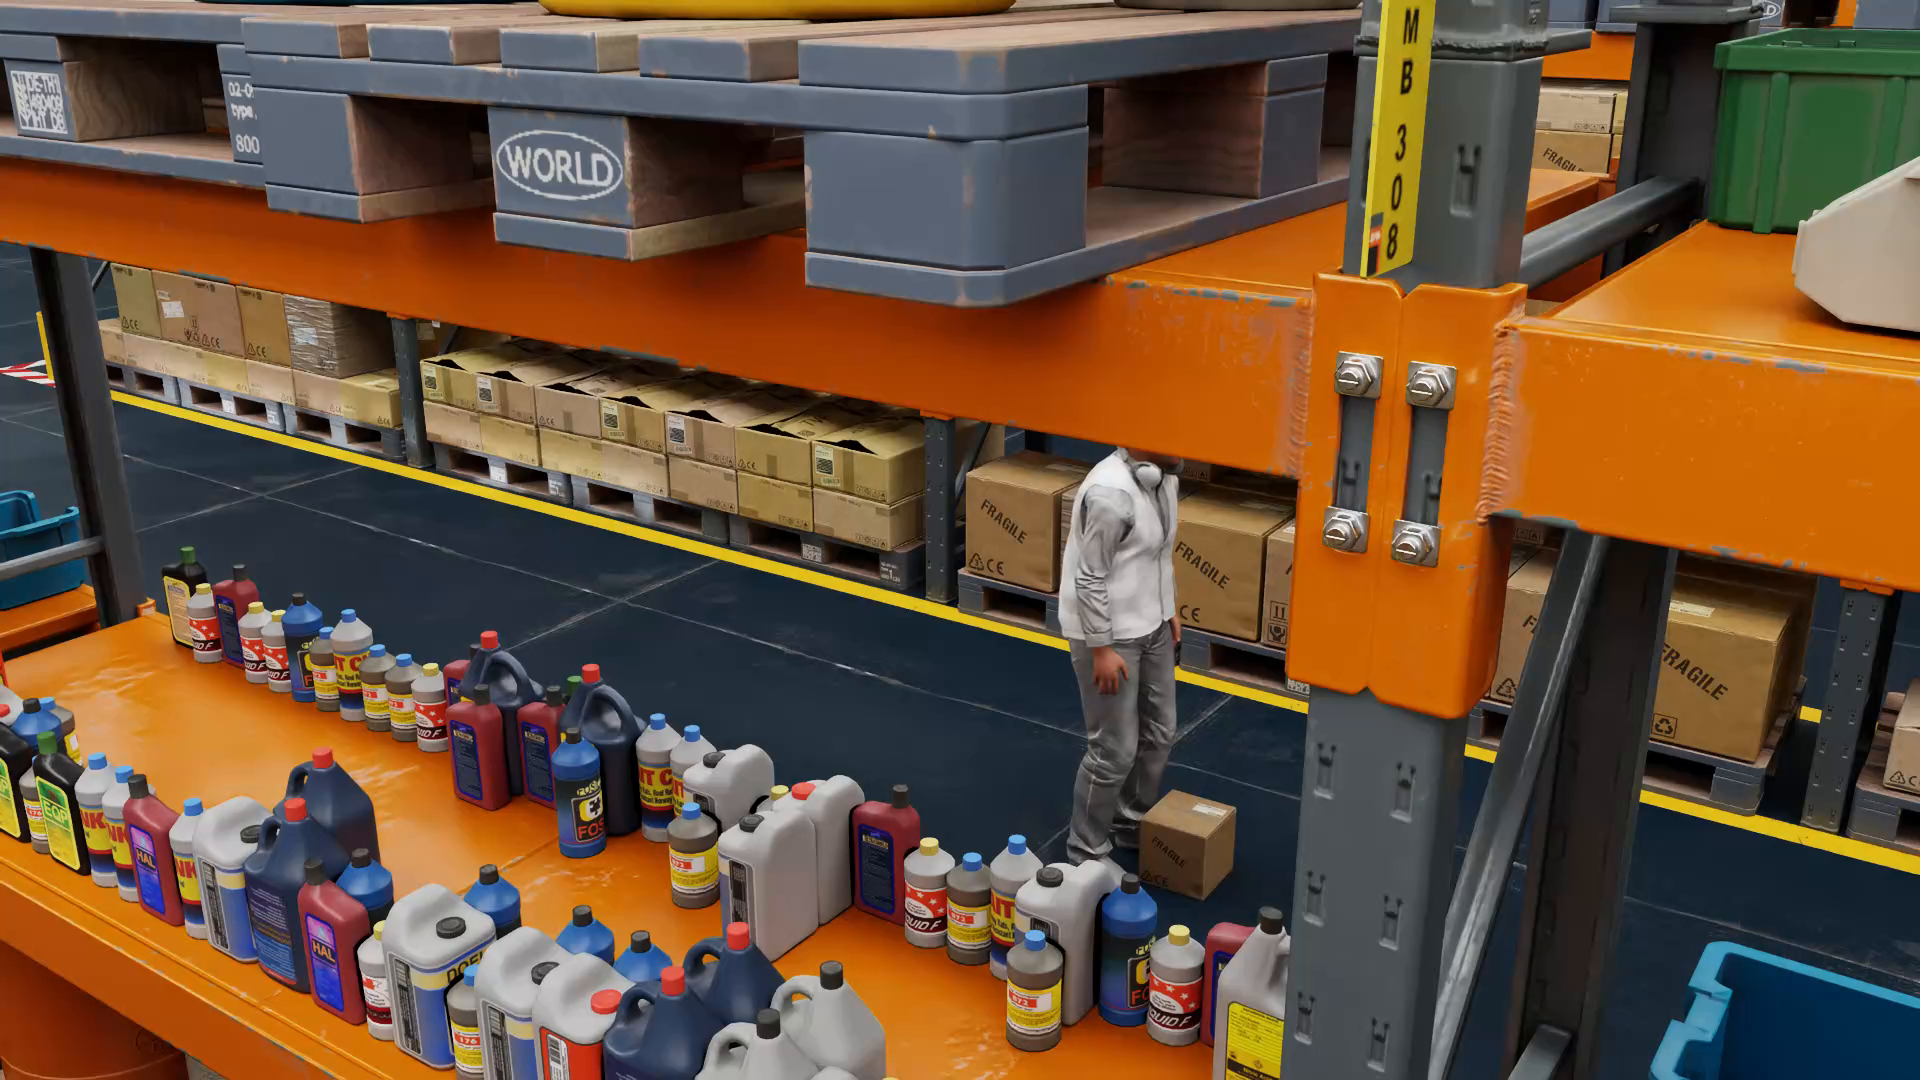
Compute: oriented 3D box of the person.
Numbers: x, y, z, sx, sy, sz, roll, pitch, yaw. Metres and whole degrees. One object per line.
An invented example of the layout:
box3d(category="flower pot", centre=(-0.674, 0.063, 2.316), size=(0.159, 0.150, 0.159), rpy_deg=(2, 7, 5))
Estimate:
box3d(category="person", centre=(0.583, 0.300, 5.692), size=(0.464, 1.772, 0.589), rpy_deg=(12, 23, 31))
